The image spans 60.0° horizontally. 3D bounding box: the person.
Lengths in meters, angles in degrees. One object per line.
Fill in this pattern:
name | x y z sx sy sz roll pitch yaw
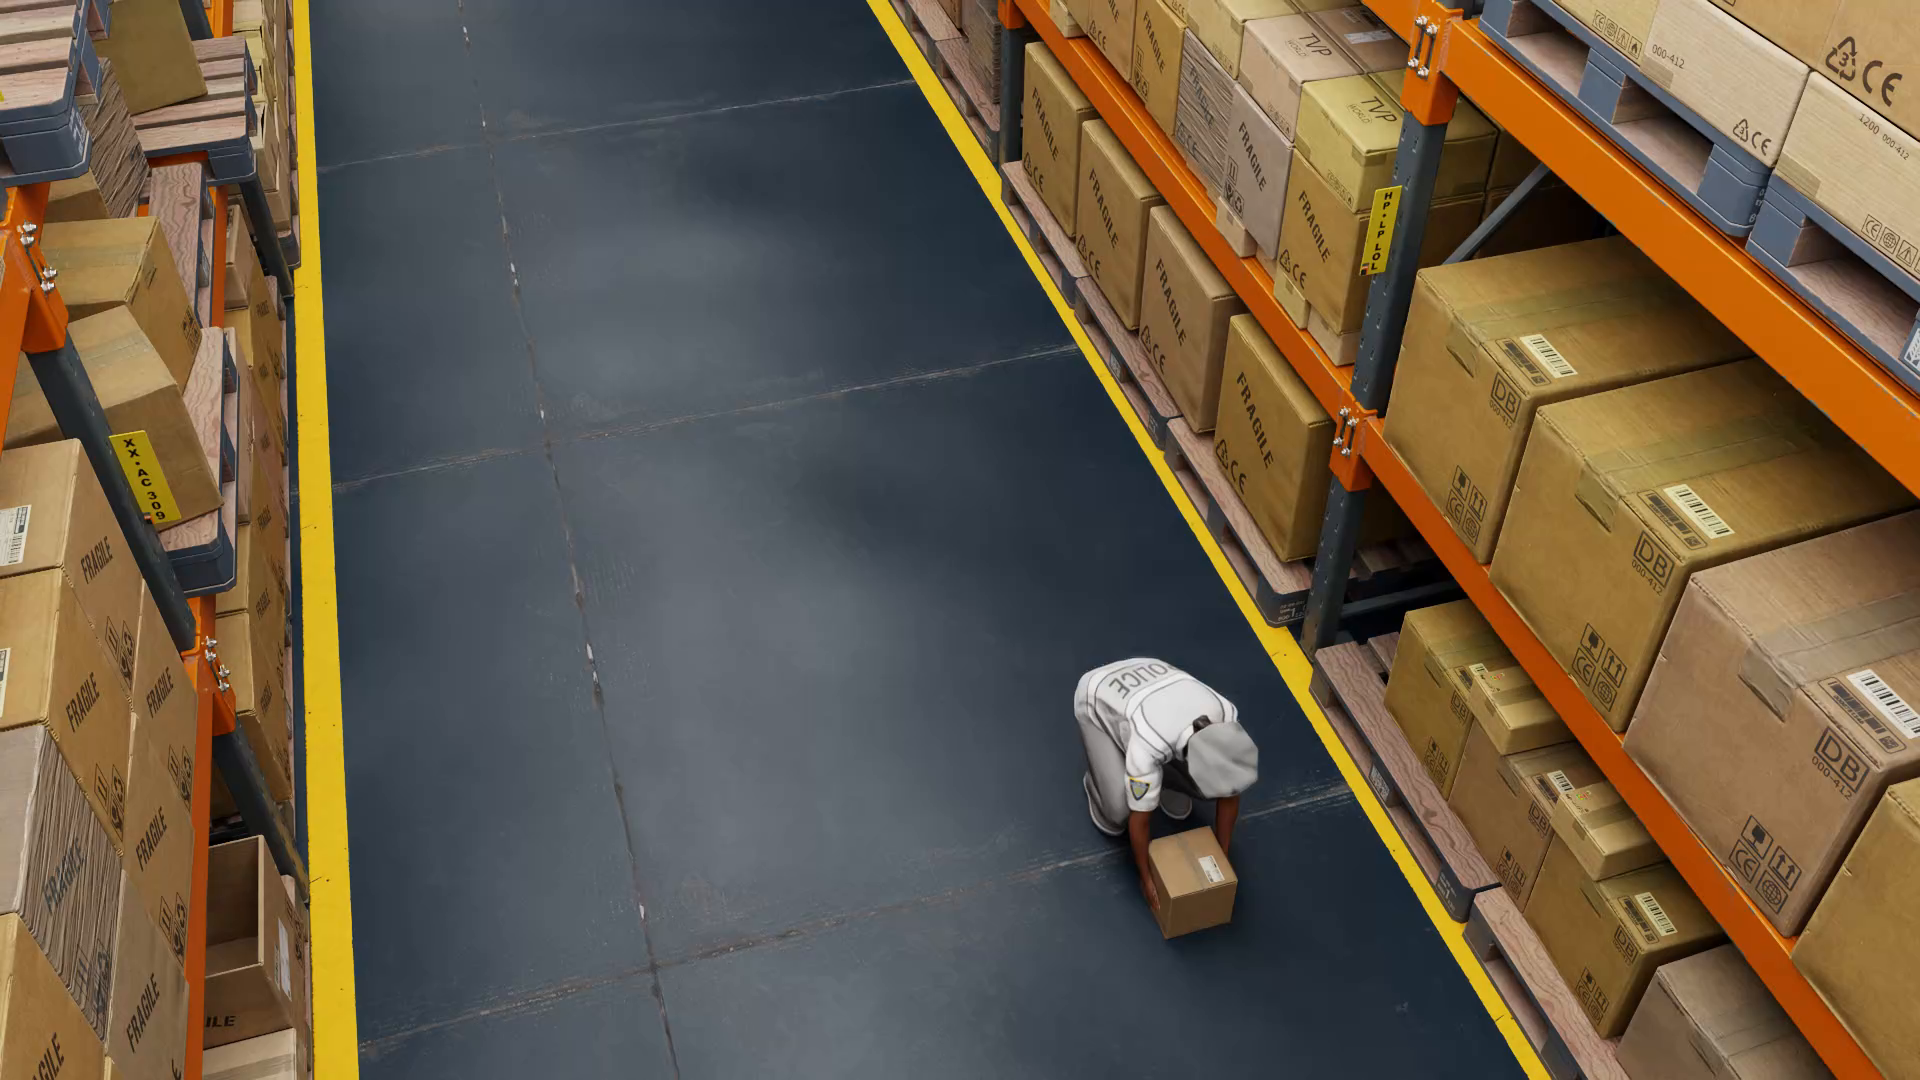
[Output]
person | 0.715 0.772 5.924 0.478 0.855 0.868 -12 44 -13
